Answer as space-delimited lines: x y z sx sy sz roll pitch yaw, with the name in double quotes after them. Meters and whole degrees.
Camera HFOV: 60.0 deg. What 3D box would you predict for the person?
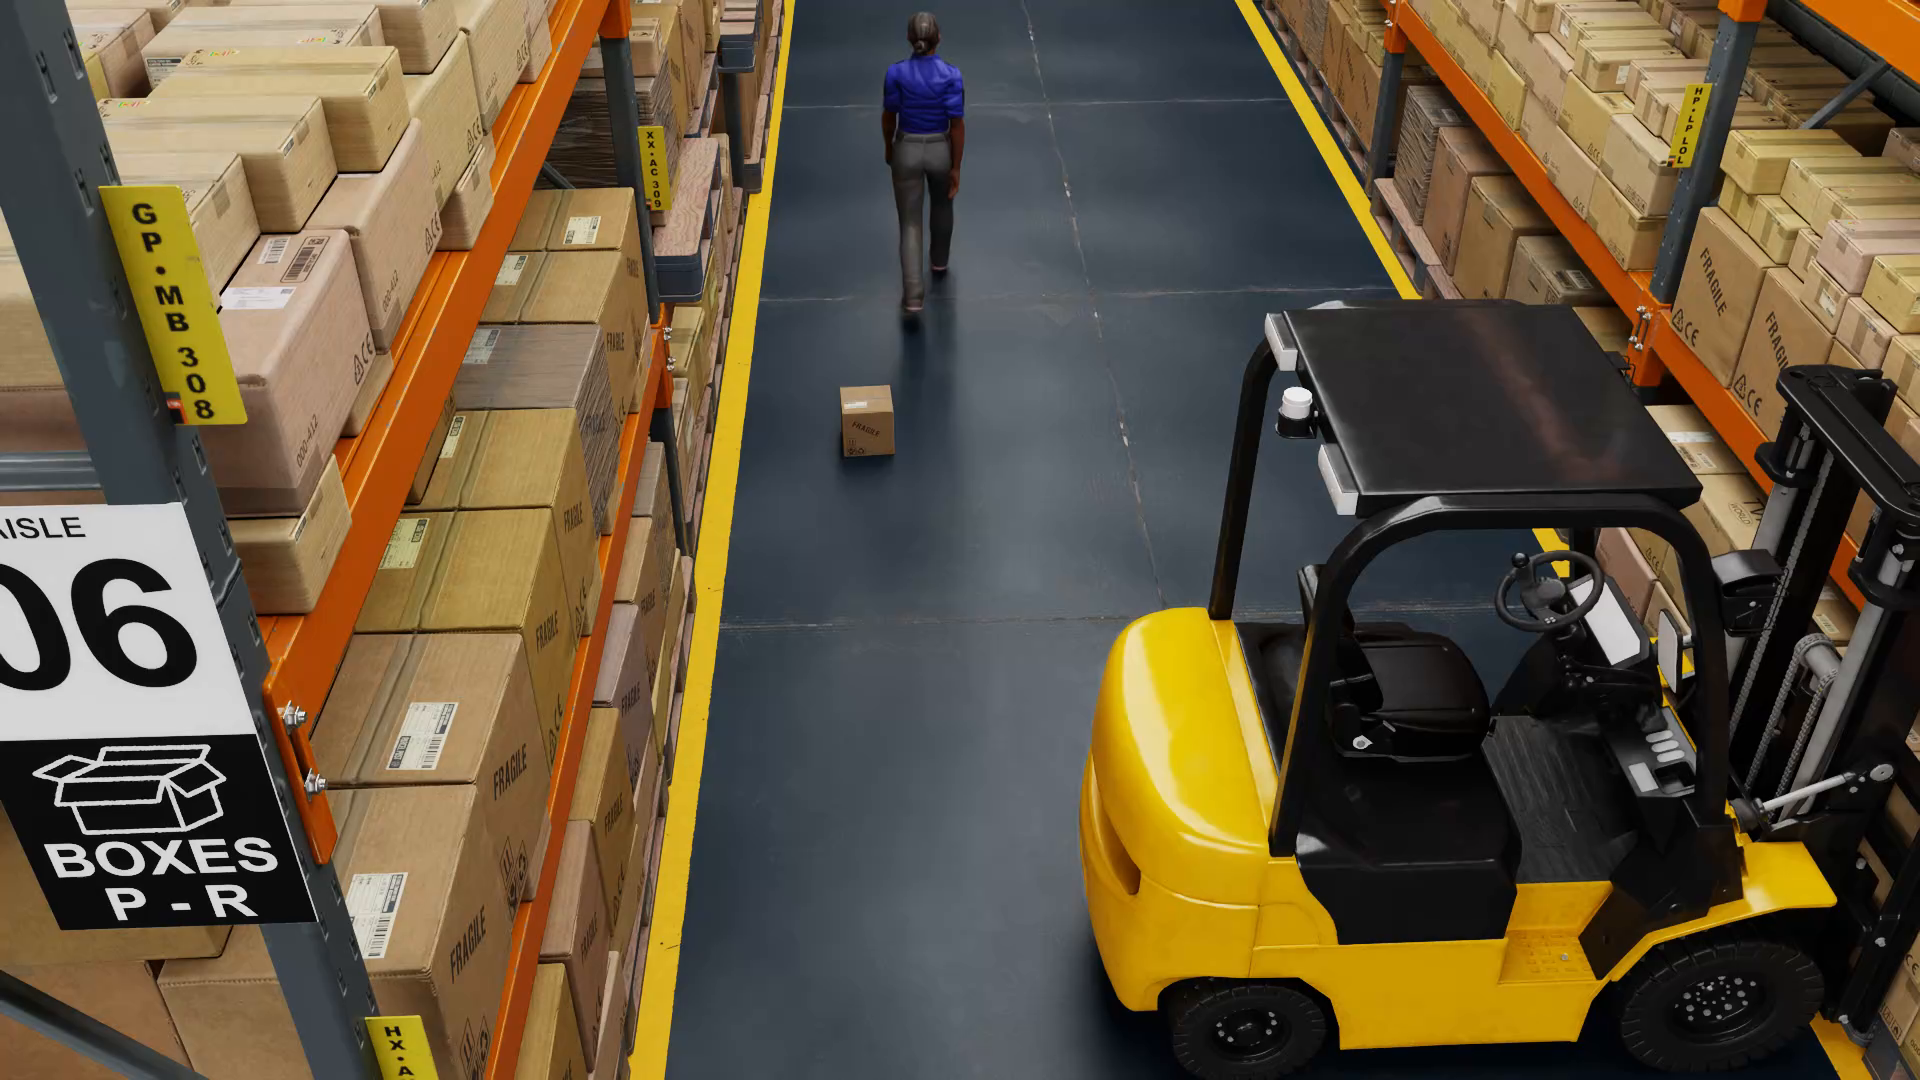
-0.202 -2.102 9.099 0.447 1.604 0.989 -2 35 -3 "person"
